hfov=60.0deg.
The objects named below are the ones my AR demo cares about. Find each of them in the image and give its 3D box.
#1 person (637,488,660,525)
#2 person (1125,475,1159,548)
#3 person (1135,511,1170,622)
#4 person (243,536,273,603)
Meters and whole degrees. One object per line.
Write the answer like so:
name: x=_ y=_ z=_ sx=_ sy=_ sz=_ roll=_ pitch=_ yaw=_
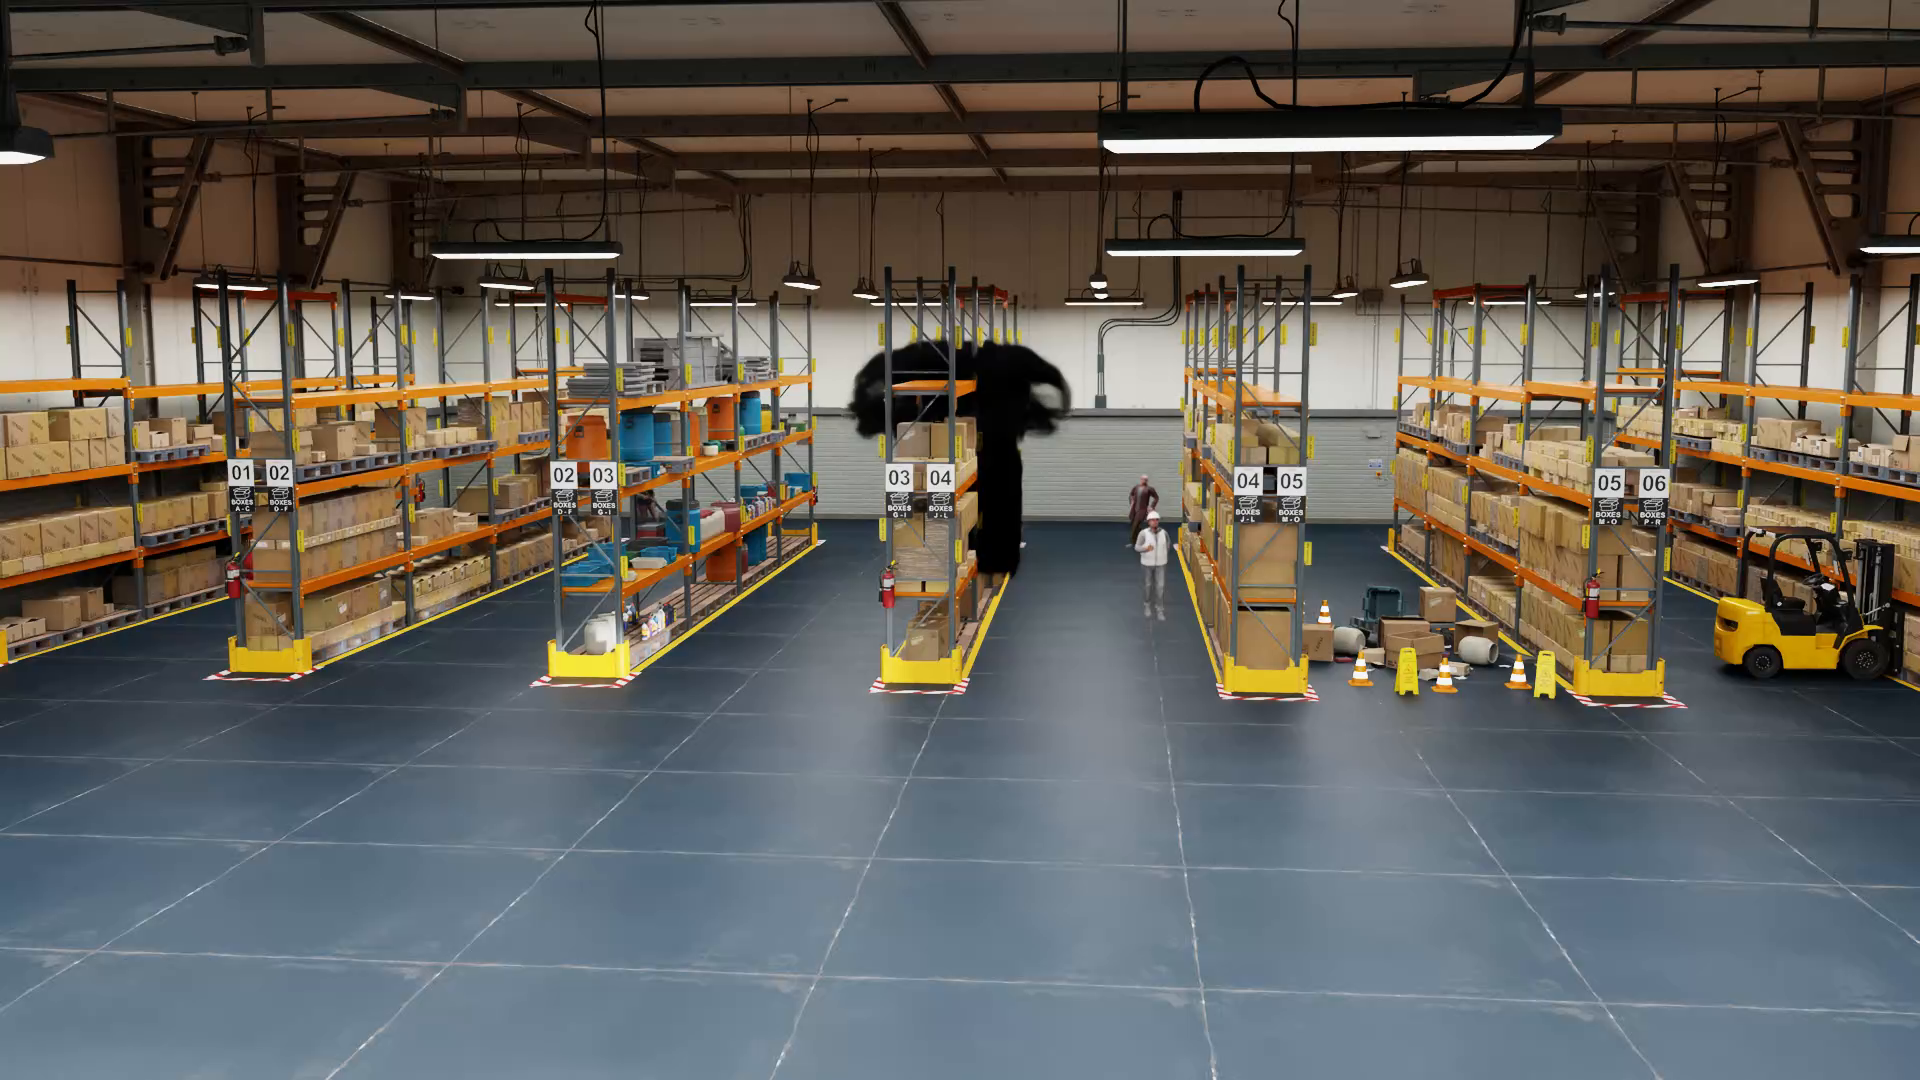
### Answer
person: x=-7.814 y=-0.875 z=41.354 sx=0.681 sy=1.724 sz=0.862 roll=-6 pitch=9 yaw=-41
person: x=4.366 y=-0.692 z=39.757 sx=0.771 sy=1.747 sz=0.900 roll=5 pitch=9 yaw=35
person: x=3.247 y=0.426 z=27.884 sx=0.653 sy=1.811 sz=0.839 roll=-1 pitch=7 yaw=-4
person: x=-11.719 y=0.814 z=27.795 sx=0.591 sy=1.788 sz=0.889 roll=0 pitch=7 yaw=-1
